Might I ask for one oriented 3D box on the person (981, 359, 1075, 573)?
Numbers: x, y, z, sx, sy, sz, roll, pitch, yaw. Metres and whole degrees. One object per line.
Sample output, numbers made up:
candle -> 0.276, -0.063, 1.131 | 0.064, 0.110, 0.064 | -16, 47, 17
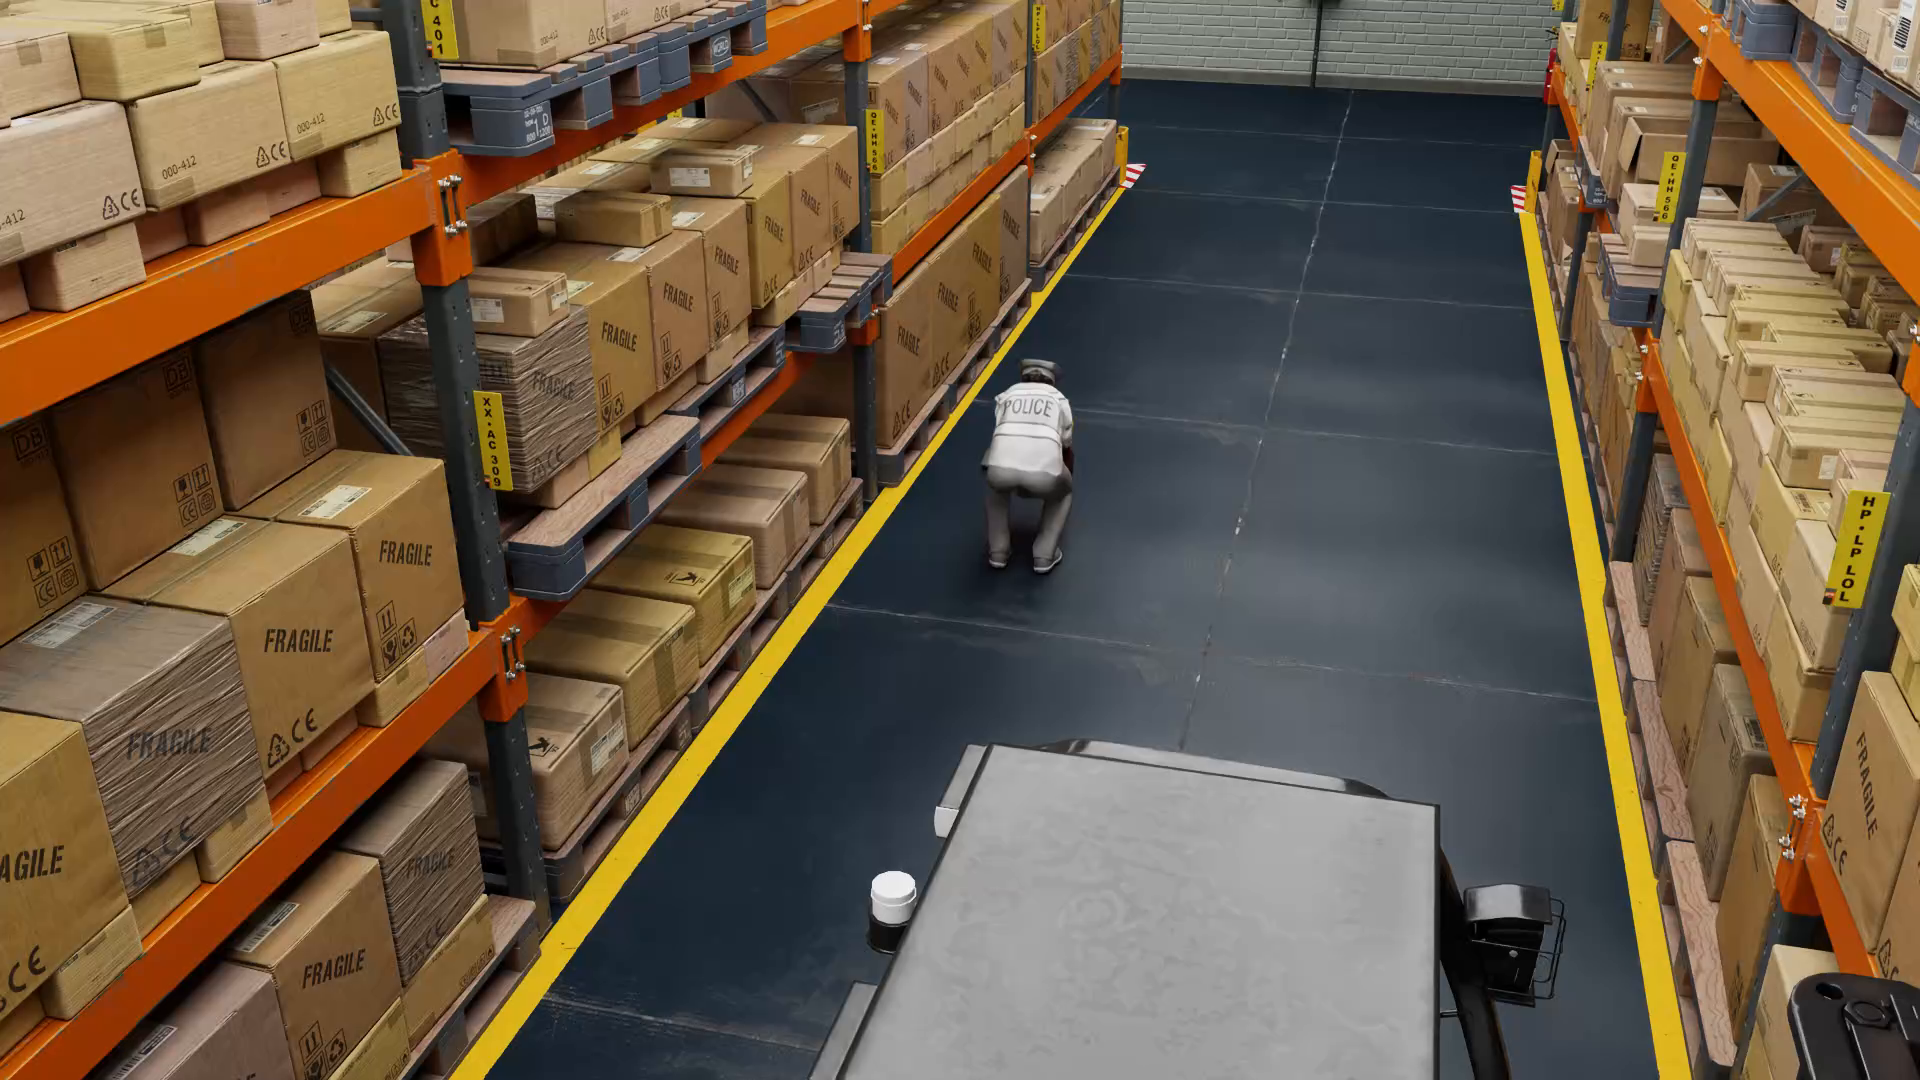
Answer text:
person -> 0.371, -0.392, 8.739 | 0.470, 0.977, 0.912 | 5, 26, 11
